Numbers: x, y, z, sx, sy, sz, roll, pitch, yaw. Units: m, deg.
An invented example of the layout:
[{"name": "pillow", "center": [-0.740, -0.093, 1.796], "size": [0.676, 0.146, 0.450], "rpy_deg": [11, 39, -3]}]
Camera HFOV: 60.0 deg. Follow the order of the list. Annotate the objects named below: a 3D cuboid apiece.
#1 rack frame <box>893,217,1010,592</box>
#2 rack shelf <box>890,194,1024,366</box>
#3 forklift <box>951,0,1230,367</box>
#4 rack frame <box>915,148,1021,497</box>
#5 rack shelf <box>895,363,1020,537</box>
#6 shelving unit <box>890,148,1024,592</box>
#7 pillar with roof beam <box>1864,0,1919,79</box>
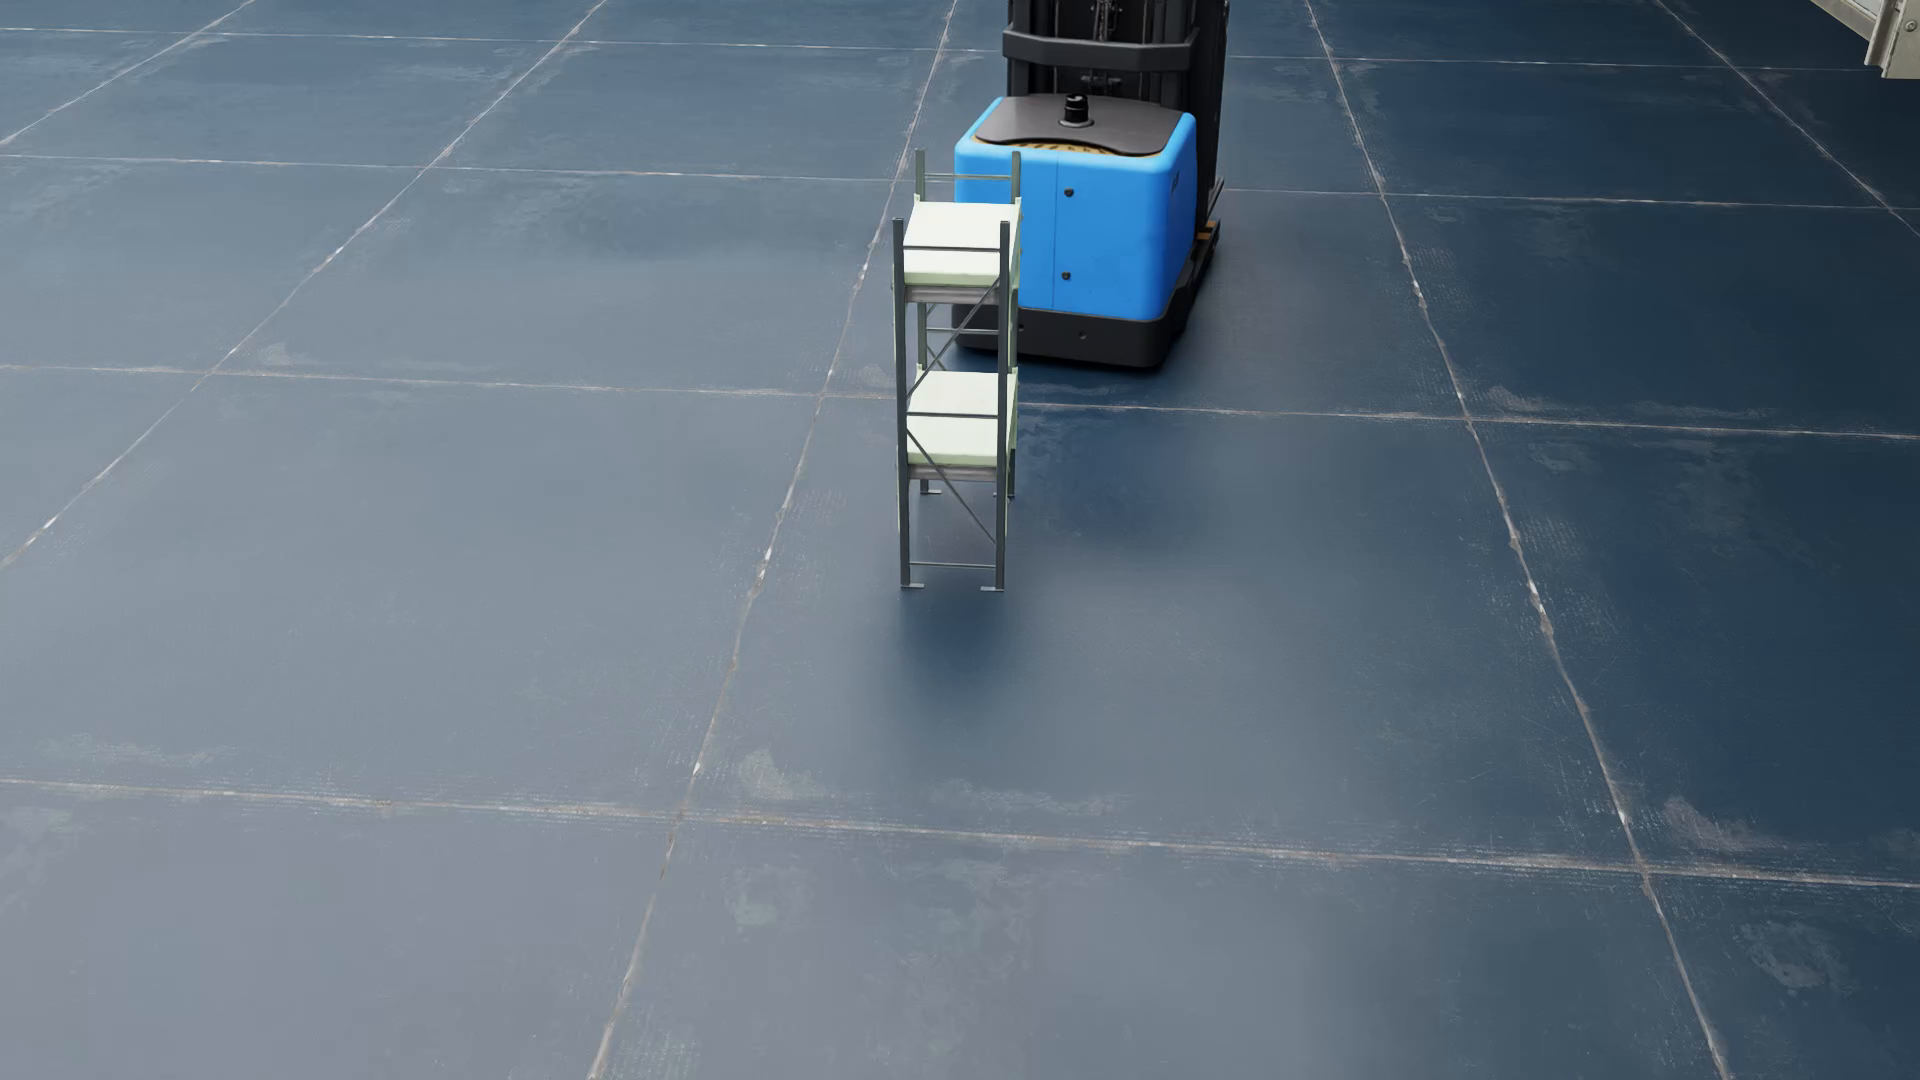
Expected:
[{"name": "rack frame", "center": [-0.029, -0.451, 6.052], "size": [0.400, 1.500, 0.023], "rpy_deg": [2, 32, 4]}, {"name": "rack shelf", "center": [0.001, -0.974, 6.157], "size": [0.431, 0.370, 0.720], "rpy_deg": [2, 32, 4]}, {"name": "forklift", "center": [0.847, -2.838, 8.561], "size": [1.130, 2.935, 3.031], "rpy_deg": [8, 33, 13]}, {"name": "rack frame", "center": [0.030, -0.833, 6.673], "size": [0.400, 1.500, 0.023], "rpy_deg": [2, 32, 4]}, {"name": "rack shelf", "center": [0.001, -0.364, 6.533], "size": [0.431, 0.370, 0.720], "rpy_deg": [2, 32, 4]}, {"name": "shelving unit", "center": [0.001, -0.642, 6.362], "size": [0.431, 1.500, 0.755], "rpy_deg": [2, 32, 4]}, {"name": "pillar with roof beam", "center": [2.709, -7.526, 10.385], "size": [9.100, 9.000, 0.400], "rpy_deg": [2, 32, 4]}]
